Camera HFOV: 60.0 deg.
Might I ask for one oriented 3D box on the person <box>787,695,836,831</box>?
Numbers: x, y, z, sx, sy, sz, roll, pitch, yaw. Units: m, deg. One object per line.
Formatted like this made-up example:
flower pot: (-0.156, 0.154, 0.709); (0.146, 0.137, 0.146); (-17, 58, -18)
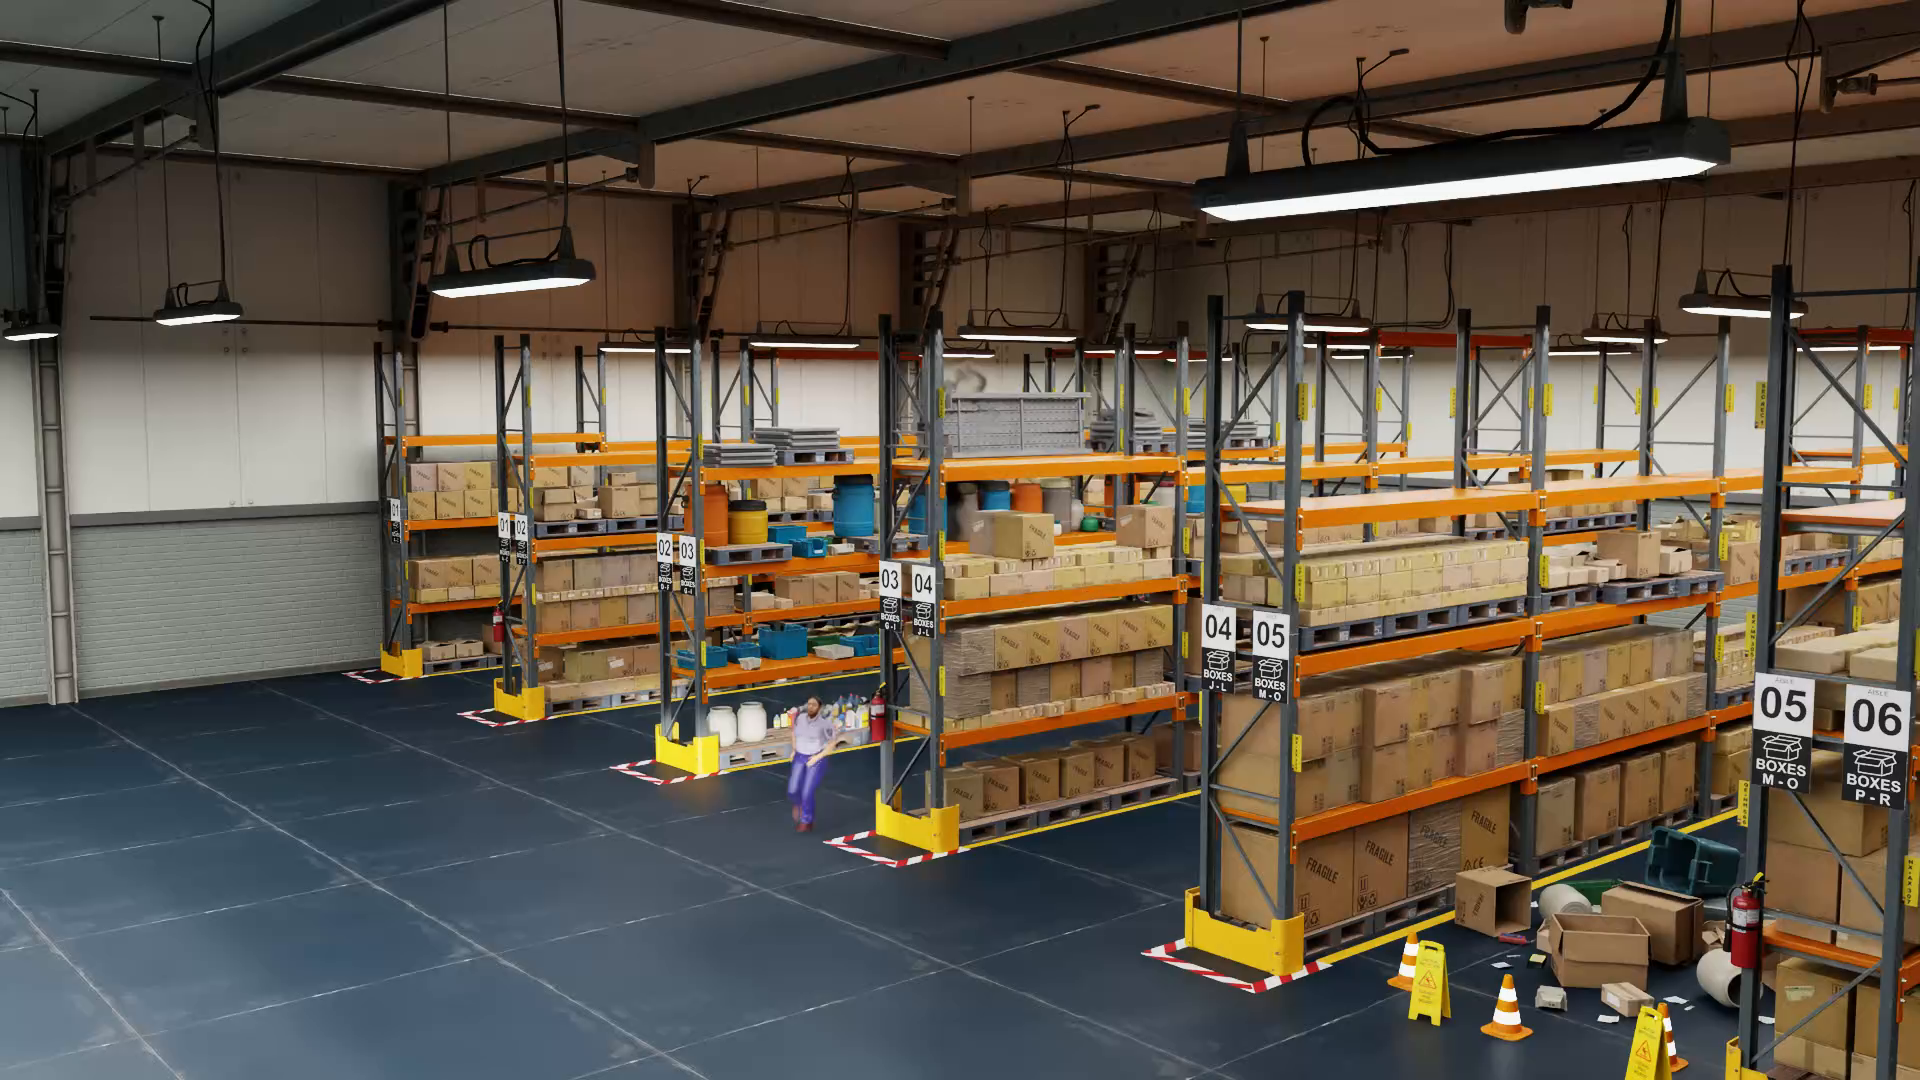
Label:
person: (-1.744, 2.620, 19.478); (0.637, 1.632, 0.526); (2, 6, 20)
